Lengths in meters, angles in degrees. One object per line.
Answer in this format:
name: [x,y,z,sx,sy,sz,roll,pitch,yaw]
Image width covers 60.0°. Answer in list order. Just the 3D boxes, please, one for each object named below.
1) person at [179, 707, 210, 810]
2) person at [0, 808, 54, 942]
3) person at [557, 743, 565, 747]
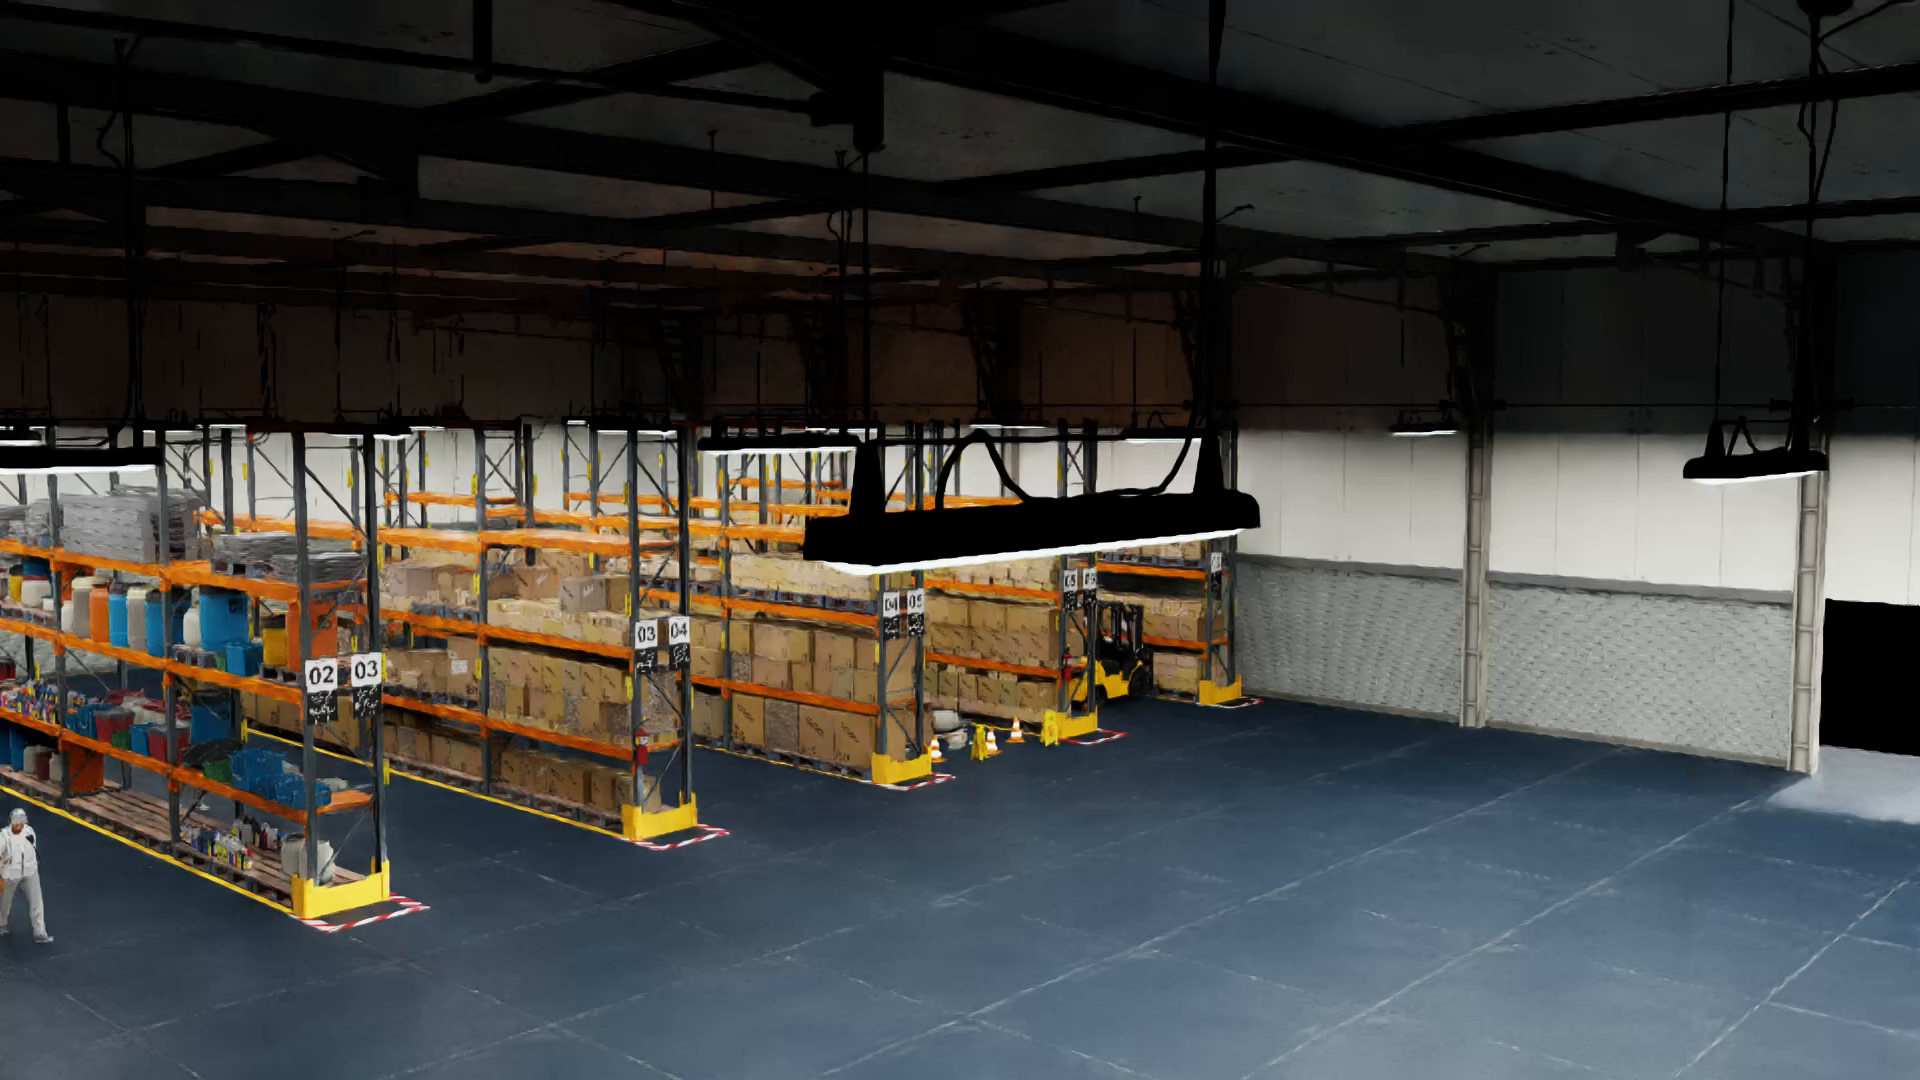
person: [-12.072,3.395,25.968,0.687,1.634,0.572,3,6,34]
person: [-11.099,3.926,19.581,1.090,1.583,0.497,5,7,45]
person: [-7.170,3.069,30.598,0.519,1.541,0.566,4,6,39]
